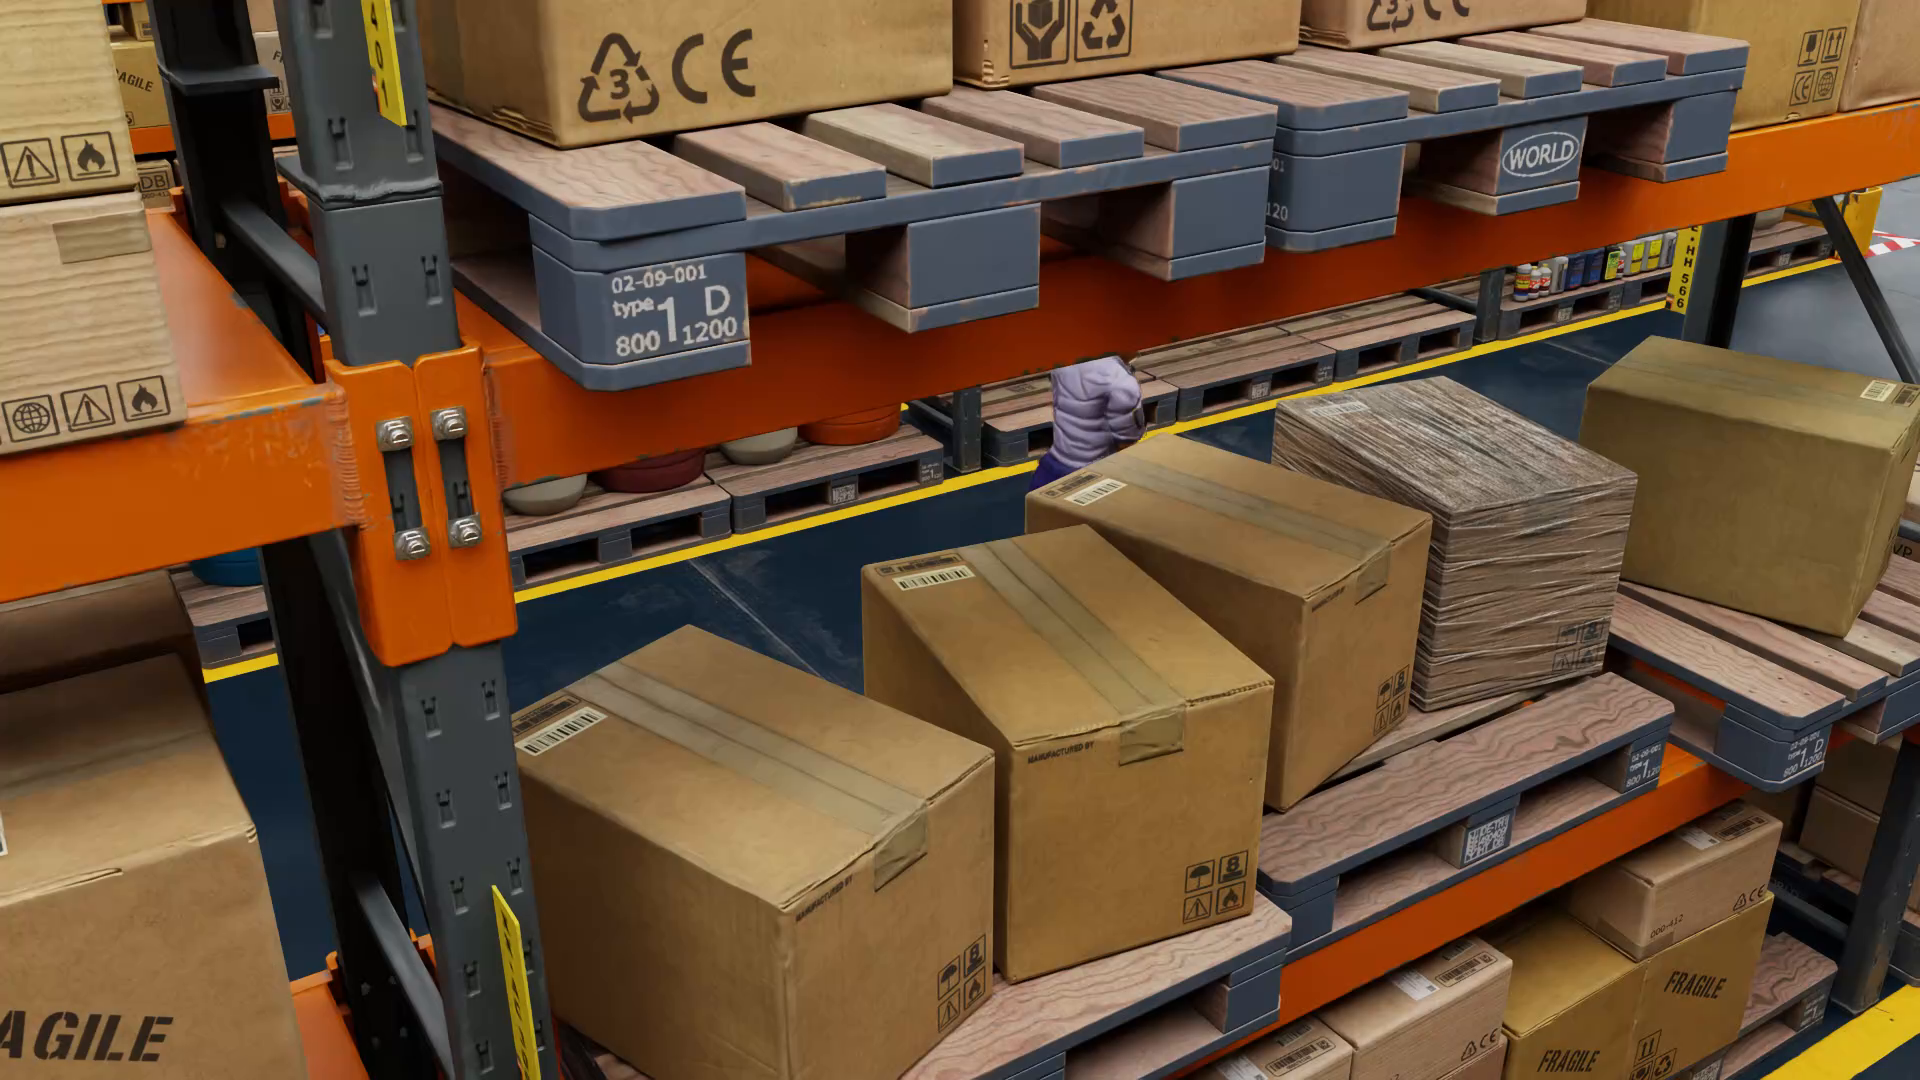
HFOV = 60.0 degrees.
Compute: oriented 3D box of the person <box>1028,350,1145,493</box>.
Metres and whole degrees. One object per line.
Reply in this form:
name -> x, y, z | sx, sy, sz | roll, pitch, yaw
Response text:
person -> 0.513, -0.169, 6.633 | 0.485, 1.534, 0.515 | -15, 29, -28
